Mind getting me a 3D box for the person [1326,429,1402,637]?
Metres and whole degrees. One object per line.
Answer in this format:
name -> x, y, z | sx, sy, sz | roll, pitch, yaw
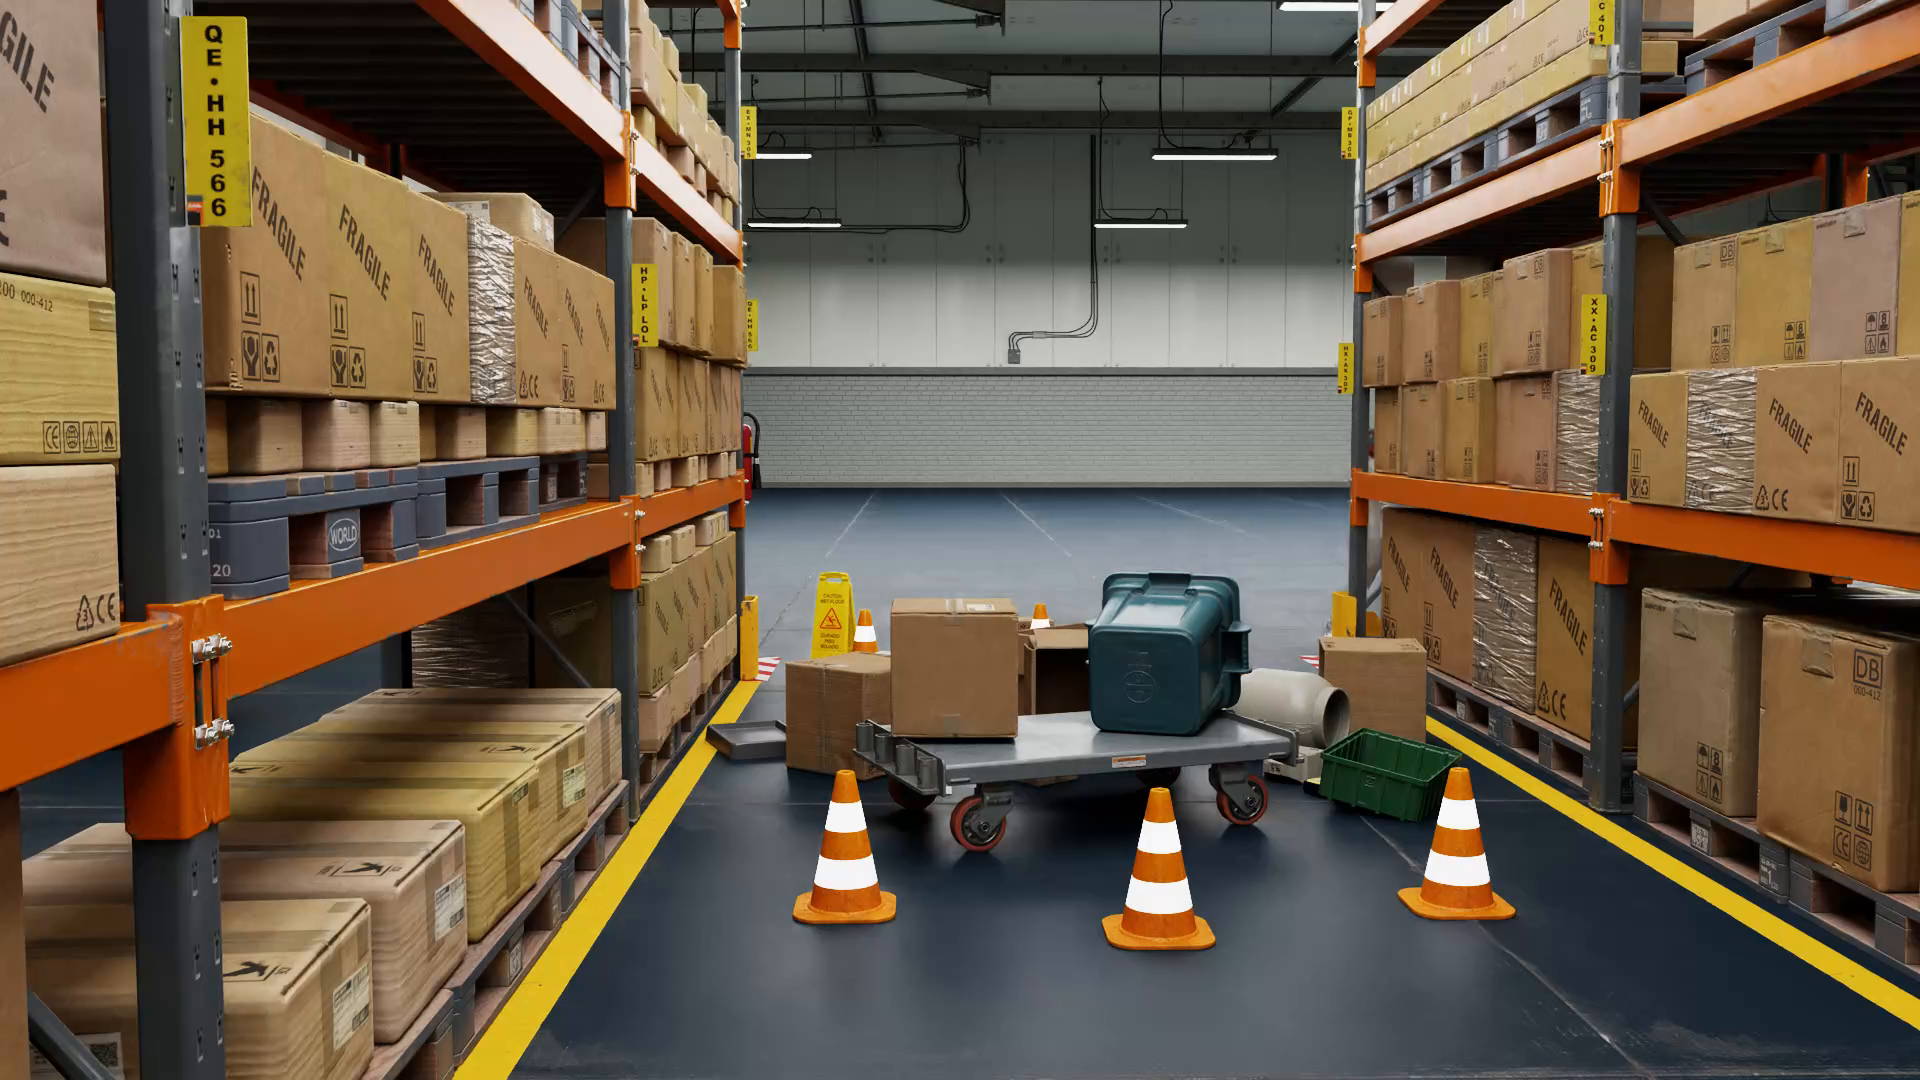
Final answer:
person -> 3.106, -0.032, 12.009 | 0.903, 1.549, 0.444 | 0, 4, 2
